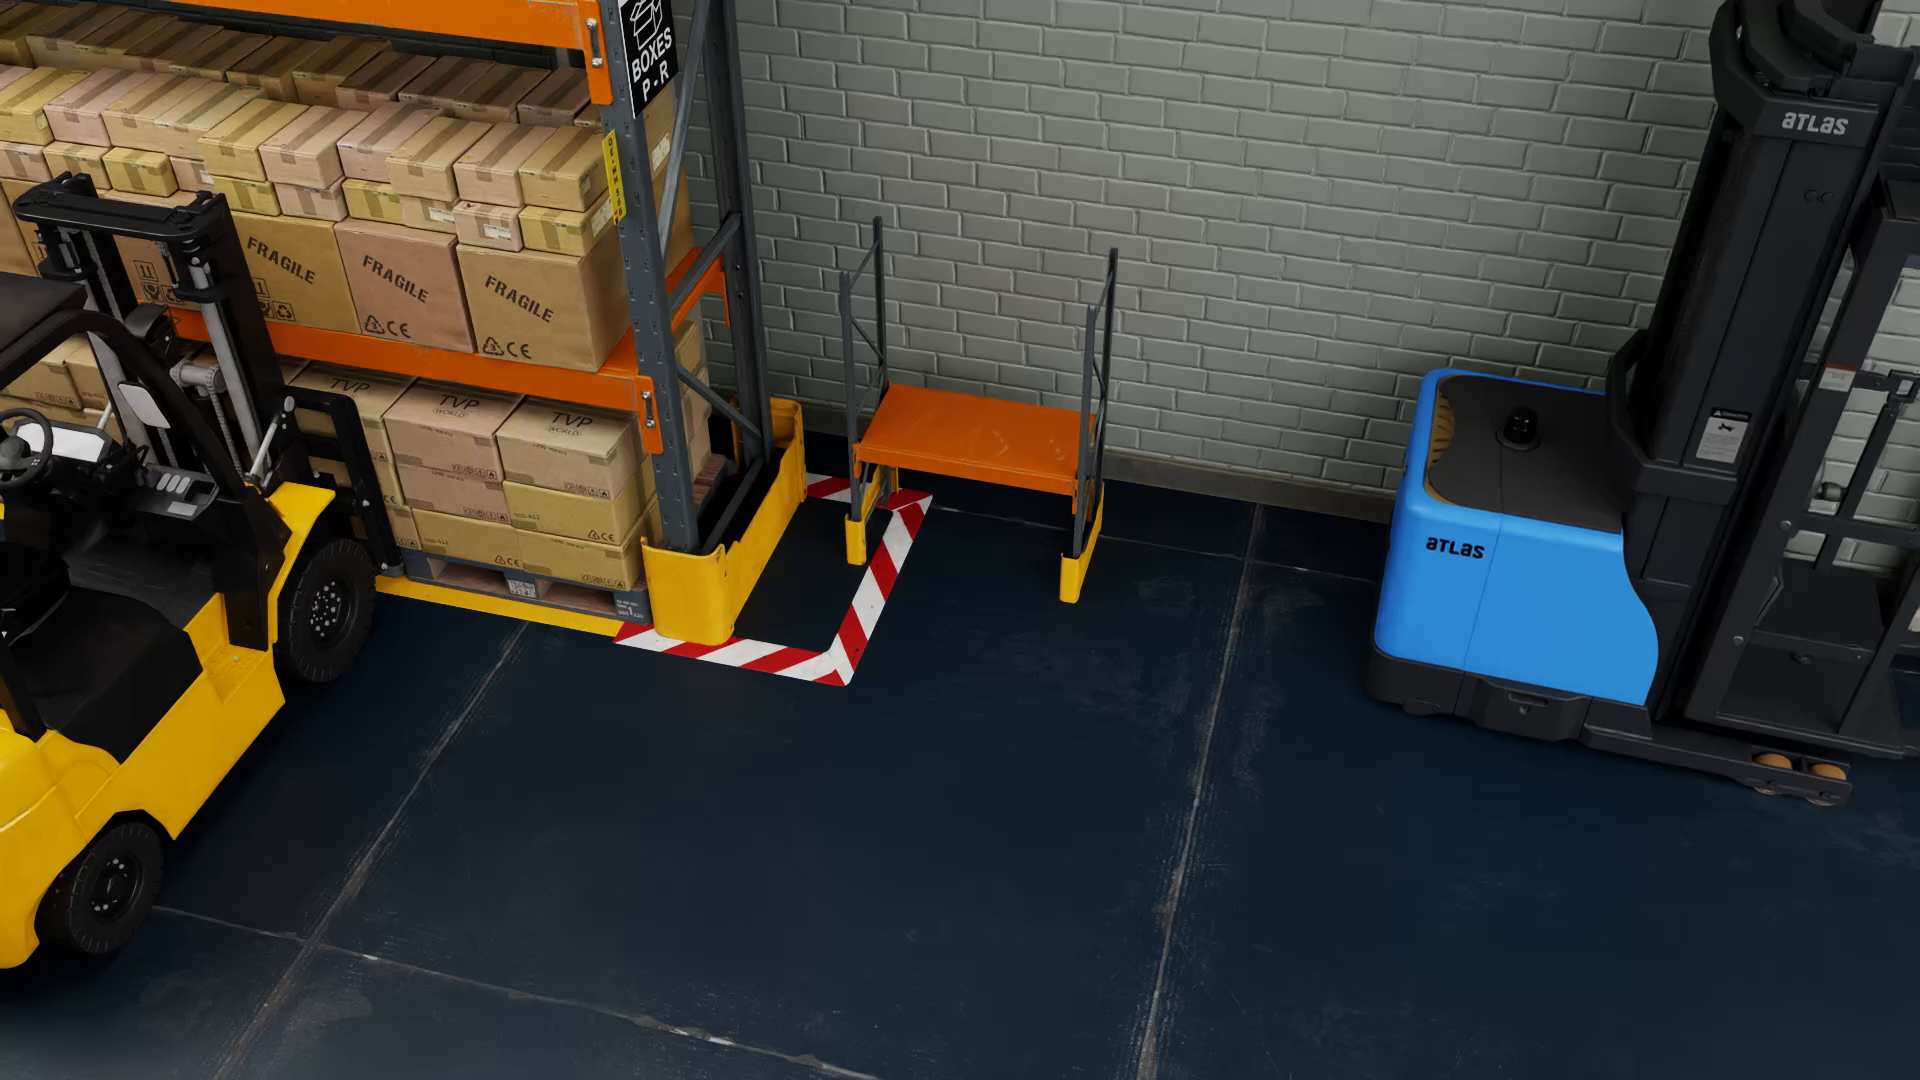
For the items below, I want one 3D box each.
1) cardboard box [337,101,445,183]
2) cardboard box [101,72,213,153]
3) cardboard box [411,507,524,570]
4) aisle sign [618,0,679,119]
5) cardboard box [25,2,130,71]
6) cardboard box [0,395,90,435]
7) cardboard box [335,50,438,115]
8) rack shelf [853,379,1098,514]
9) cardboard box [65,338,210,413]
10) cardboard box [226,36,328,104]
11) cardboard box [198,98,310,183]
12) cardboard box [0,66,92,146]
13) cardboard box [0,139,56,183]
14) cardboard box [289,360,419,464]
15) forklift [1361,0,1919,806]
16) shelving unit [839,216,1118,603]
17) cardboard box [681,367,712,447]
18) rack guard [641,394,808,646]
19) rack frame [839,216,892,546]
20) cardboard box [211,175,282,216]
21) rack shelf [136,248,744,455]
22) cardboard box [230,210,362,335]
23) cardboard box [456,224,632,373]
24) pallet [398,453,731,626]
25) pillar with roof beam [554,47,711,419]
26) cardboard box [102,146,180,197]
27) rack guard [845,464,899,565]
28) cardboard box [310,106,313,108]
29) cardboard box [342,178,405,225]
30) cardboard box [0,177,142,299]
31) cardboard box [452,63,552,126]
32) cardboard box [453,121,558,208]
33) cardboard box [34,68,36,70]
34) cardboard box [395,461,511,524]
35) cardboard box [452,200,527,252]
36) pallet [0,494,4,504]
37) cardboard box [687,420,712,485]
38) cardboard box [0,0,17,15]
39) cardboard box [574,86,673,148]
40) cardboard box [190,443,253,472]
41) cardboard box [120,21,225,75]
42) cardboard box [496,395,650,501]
[{"bbox_3d":[-2.188,-1.541,6.439,0.250,0.149,0.380,10,41,12],"label":"cardboard box"},{"bbox_3d":[-3.183,-1.709,6.639,0.250,0.149,0.380,10,41,12],"label":"cardboard box"},{"bbox_3d":[-2.074,-0.154,7.413,0.500,0.250,0.500,10,41,11],"label":"cardboard box"},{"bbox_3d":[-1.073,-1.878,5.632,0.004,0.787,0.394,10,41,11],"label":"aisle sign"},{"bbox_3d":[-3.789,-2.170,7.188,0.250,0.149,0.380,9,41,11],"label":"cardboard box"},{"bbox_3d":[-4.050,-0.685,7.657,0.500,0.250,0.500,10,41,11],"label":"cardboard box"},{"bbox_3d":[-2.329,-1.843,6.799,0.250,0.149,0.380,11,41,13],"label":"cardboard box"},{"bbox_3d":[0.082,-0.422,7.366,1.000,0.185,0.538,10,41,11],"label":"rack shelf"},{"bbox_3d":[-3.563,-0.789,7.392,0.500,0.250,0.500,11,41,13],"label":"cardboard box"},{"bbox_3d":[-2.816,-1.940,6.914,0.250,0.149,0.380,10,41,12],"label":"cardboard box"},{"bbox_3d":[-2.720,-1.555,6.456,0.250,0.149,0.380,11,41,12],"label":"cardboard box"},{"bbox_3d":[-3.689,-1.747,6.684,0.250,0.149,0.380,9,41,11],"label":"cardboard box"},{"bbox_3d":[-3.703,-1.611,6.754,0.250,0.149,0.380,9,41,11],"label":"cardboard box"},{"bbox_3d":[-2.571,-0.608,7.176,0.500,0.250,0.500,10,41,12],"label":"cardboard box"},{"bbox_3d":[3.249,-0.467,6.027,3.031,2.935,1.130,11,41,13],"label":"forklift"},{"bbox_3d":[0.074,-0.562,7.253,1.083,1.500,0.587,10,41,11],"label":"shelving unit"},{"bbox_3d":[-1.461,-0.582,7.534,0.500,0.250,0.500,10,41,12],"label":"cardboard box"},{"bbox_3d":[-1.037,-0.115,7.498,0.348,0.500,1.175,10,41,11],"label":"rack guard"},{"bbox_3d":[-0.409,-0.645,7.351,0.032,1.500,0.500,10,41,11],"label":"rack frame"},{"bbox_3d":[-2.713,-1.444,6.555,0.250,0.149,0.380,10,41,12],"label":"cardboard box"},{"bbox_3d":[-2.992,-1.133,7.326,4.000,0.370,1.077,10,41,11],"label":"rack shelf"},{"bbox_3d":[-2.598,-1.210,6.780,0.500,0.500,0.500,9,41,11],"label":"cardboard box"},{"bbox_3d":[-1.604,-1.033,6.570,0.500,0.500,0.500,9,41,10],"label":"cardboard box"},{"bbox_3d":[-1.810,-0.109,7.716,1.213,0.211,1.003,10,41,11],"label":"pallet"},{"bbox_3d":[-2.613,-1.374,2.389,0.400,9.000,9.100,10,41,11],"label":"pillar with roof beam"},{"bbox_3d":[-3.196,-1.542,6.671,0.250,0.149,0.380,9,41,11],"label":"cardboard box"},{"bbox_3d":[-0.407,-0.166,7.753,0.087,0.250,0.587,10,41,11],"label":"rack guard"},{"bbox_3d":[-2.545,-1.838,7.024,0.250,0.149,0.380,11,41,13],"label":"cardboard box"},{"bbox_3d":[-2.194,-1.400,6.502,0.250,0.149,0.380,9,41,11],"label":"cardboard box"},{"bbox_3d":[-3.566,-1.383,6.987,0.500,0.500,0.500,9,41,11],"label":"cardboard box"},{"bbox_3d":[-1.832,-1.765,6.705,0.250,0.149,0.380,11,41,12],"label":"cardboard box"},{"bbox_3d":[-1.707,-1.427,6.303,0.250,0.149,0.380,10,41,11],"label":"cardboard box"},{"bbox_3d":[-4.043,-2.064,7.294,0.250,0.149,0.380,11,41,13],"label":"cardboard box"},{"bbox_3d":[-2.093,-0.352,7.259,0.500,0.250,0.500,9,41,11],"label":"cardboard box"},{"bbox_3d":[-1.722,-1.270,6.348,0.250,0.149,0.380,10,41,12],"label":"cardboard box"},{"bbox_3d":[-4.167,-0.515,8.199,1.213,0.211,1.003,10,41,11],"label":"pallet"},{"bbox_3d":[-1.484,-0.387,7.690,0.500,0.250,0.500,10,41,12],"label":"cardboard box"},{"bbox_3d":[-4.306,-2.209,7.234,0.250,0.149,0.380,9,41,10],"label":"cardboard box"},{"bbox_3d":[-1.330,-1.665,6.587,0.250,0.149,0.380,9,41,11],"label":"cardboard box"},{"bbox_3d":[-3.080,-0.510,7.448,0.500,0.250,0.500,10,41,11],"label":"cardboard box"},{"bbox_3d":[-3.309,-2.043,7.037,0.250,0.149,0.380,9,41,11],"label":"cardboard box"},{"bbox_3d":[-1.586,-0.449,6.987,0.500,0.250,0.500,11,41,13],"label":"cardboard box"}]
